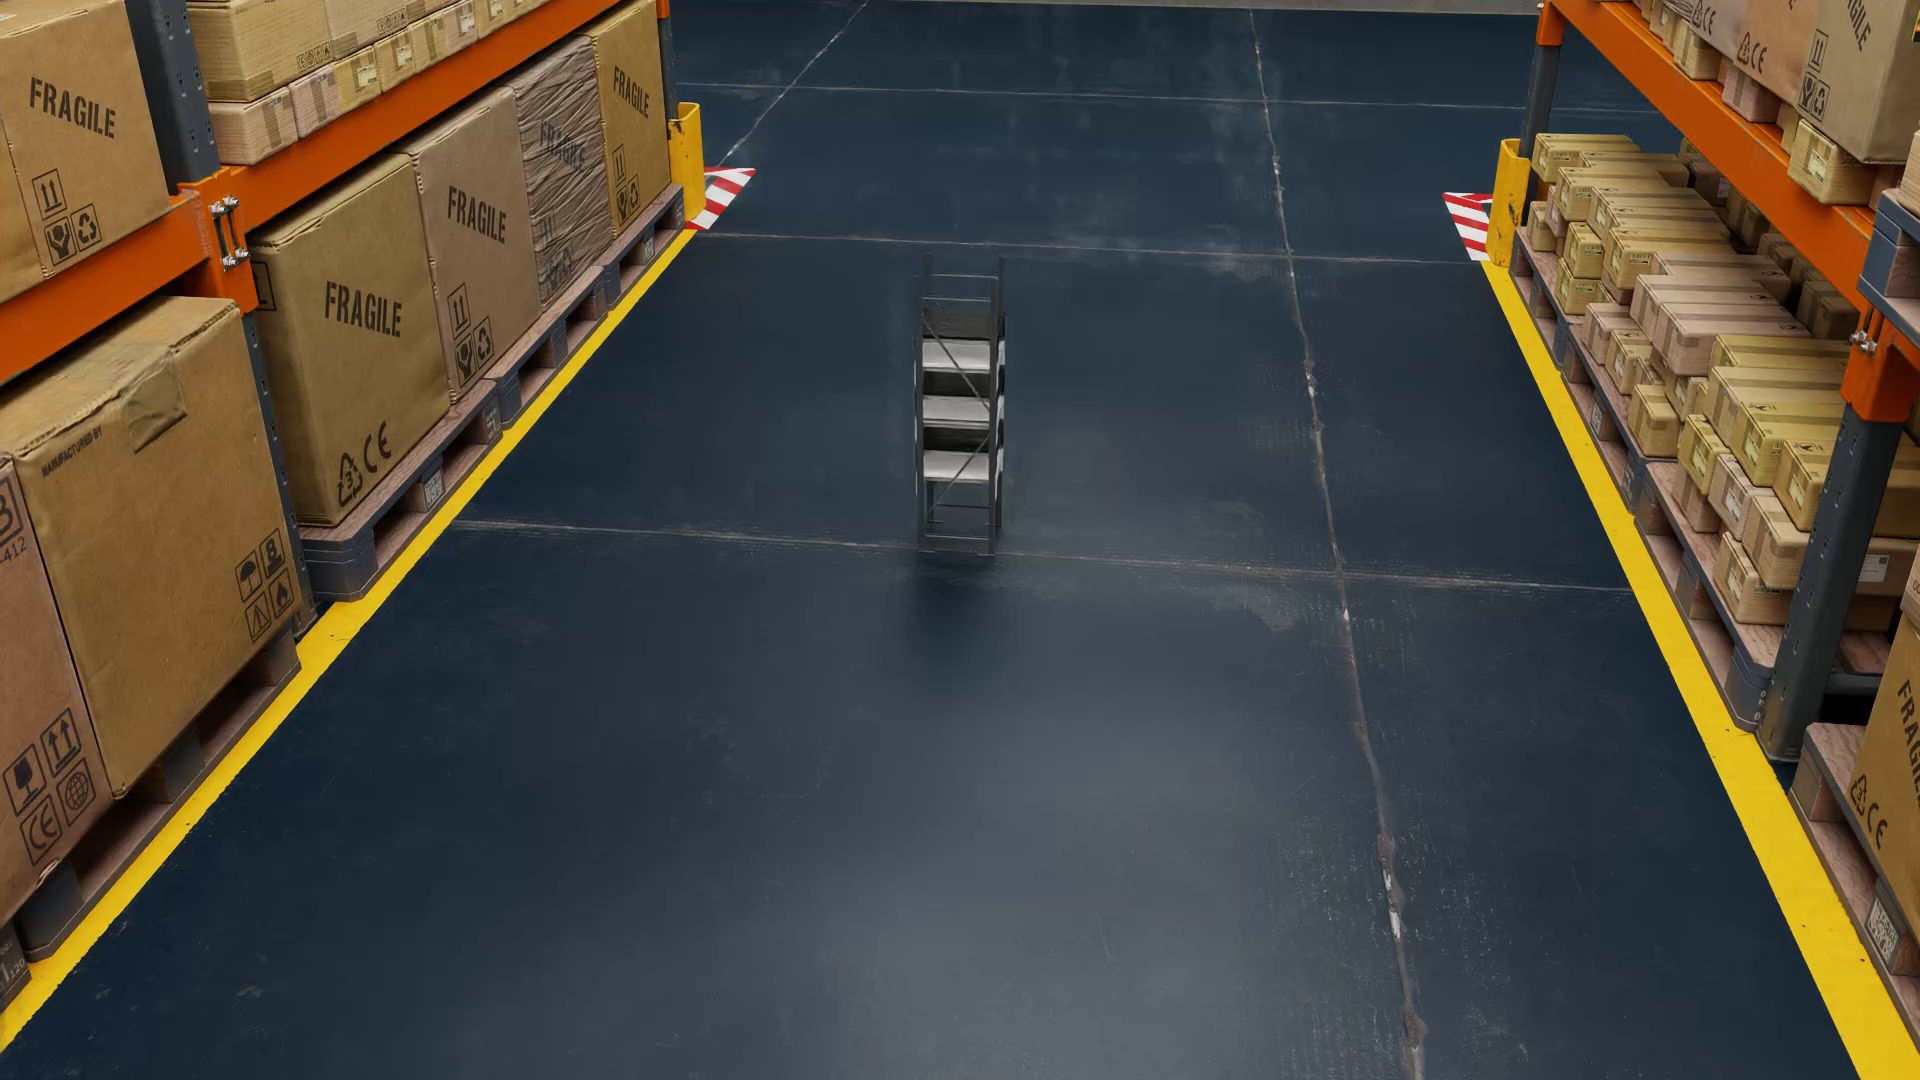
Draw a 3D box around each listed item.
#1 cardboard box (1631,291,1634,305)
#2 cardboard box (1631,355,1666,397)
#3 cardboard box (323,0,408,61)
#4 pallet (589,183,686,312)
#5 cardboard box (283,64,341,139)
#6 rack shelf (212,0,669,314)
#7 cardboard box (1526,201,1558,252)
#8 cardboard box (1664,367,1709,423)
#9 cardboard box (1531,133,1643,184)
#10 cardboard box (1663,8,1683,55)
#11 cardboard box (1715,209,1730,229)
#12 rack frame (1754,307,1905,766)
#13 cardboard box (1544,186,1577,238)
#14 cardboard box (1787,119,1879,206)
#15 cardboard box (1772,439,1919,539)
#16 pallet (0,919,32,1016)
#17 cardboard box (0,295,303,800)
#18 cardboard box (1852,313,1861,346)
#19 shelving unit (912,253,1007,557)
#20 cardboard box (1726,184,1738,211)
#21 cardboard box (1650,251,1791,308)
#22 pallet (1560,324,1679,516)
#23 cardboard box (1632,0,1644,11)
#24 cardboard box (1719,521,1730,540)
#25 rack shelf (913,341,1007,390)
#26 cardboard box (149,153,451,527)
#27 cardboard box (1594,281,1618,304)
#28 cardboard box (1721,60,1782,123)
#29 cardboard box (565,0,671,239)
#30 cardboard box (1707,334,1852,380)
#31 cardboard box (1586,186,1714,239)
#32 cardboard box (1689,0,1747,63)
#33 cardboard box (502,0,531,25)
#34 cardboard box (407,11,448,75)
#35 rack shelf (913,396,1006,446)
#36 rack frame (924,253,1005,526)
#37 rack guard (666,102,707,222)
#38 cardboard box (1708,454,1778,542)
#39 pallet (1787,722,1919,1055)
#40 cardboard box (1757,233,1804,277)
[{"bbox_3d":[2.616,-0.847,5.908,0.380,0.149,0.250,5,29,9],"label":"cardboard box"},{"bbox_3d":[2.481,-0.496,5.571,0.380,0.149,0.250,4,29,7],"label":"cardboard box"},{"bbox_3d":[-1.981,-1.596,4.894,0.500,0.250,0.500,3,28,6],"label":"cardboard box"},{"bbox_3d":[-1.895,-1.366,7.562,1.003,0.211,1.213,3,28,6],"label":"pallet"},{"bbox_3d":[-1.966,-1.224,4.625,0.380,0.149,0.250,2,28,5],"label":"cardboard box"},{"bbox_3d":[-2.119,-1.716,6.031,1.077,0.370,4.000,3,28,6],"label":"rack shelf"},{"bbox_3d":[2.654,-1.340,7.138,0.380,0.149,0.250,4,29,7],"label":"cardboard box"},{"bbox_3d":[2.445,-0.472,5.212,0.380,0.149,0.250,4,29,7],"label":"cardboard box"},{"bbox_3d":[2.635,-1.603,6.999,0.380,0.149,0.250,2,28,4],"label":"cardboard box"},{"bbox_3d":[2.530,-1.657,5.428,0.380,0.149,0.250,4,29,8],"label":"cardboard box"},{"bbox_3d":[3.193,-1.189,6.545,0.380,0.149,0.250,2,28,4],"label":"cardboard box"},{"bbox_3d":[2.546,-0.756,3.490,1.000,3.000,0.127,3,28,6],"label":"rack frame"},{"bbox_3d":[2.627,-1.342,6.827,0.380,0.149,0.250,3,28,6],"label":"cardboard box"},{"bbox_3d":[2.272,-0.921,4.061,0.380,0.149,0.250,3,28,5],"label":"cardboard box"},{"bbox_3d":[2.331,-0.130,4.264,0.380,0.149,0.250,4,29,8],"label":"cardboard box"},{"bbox_3d":[-2.531,1.080,3.023,1.003,0.211,1.213,3,28,6],"label":"pallet"},{"bbox_3d":[-2.423,-0.038,3.956,1.225,0.875,0.875,3,29,6],"label":"cardboard box"},{"bbox_3d":[2.990,-0.585,5.108,0.380,0.149,0.250,4,29,7],"label":"cardboard box"},{"bbox_3d":[0.001,-0.400,5.044,0.258,0.900,0.210,3,28,6],"label":"shelving unit"},{"bbox_3d":[3.229,-1.322,6.477,0.380,0.149,0.250,3,28,5],"label":"cardboard box"},{"bbox_3d":[2.557,-0.859,5.617,0.380,0.149,0.250,3,29,6],"label":"cardboard box"},{"bbox_3d":[2.740,-0.422,5.811,1.003,0.211,1.213,3,28,6],"label":"pallet"},{"bbox_3d":[2.699,-2.019,6.099,0.380,0.149,0.250,5,29,9],"label":"cardboard box"},{"bbox_3d":[2.371,-0.007,4.664,0.380,0.149,0.250,4,29,8],"label":"cardboard box"},{"bbox_3d":[0.001,-0.529,4.974,0.258,0.077,0.200,3,28,6],"label":"rack shelf"},{"bbox_3d":[-2.204,-0.647,5.086,0.875,0.875,0.875,3,28,6],"label":"cardboard box"},{"bbox_3d":[2.603,-0.855,6.238,0.380,0.149,0.250,3,29,6],"label":"cardboard box"},{"bbox_3d":[2.424,-1.292,4.751,0.380,0.149,0.250,2,28,4],"label":"cardboard box"},{"bbox_3d":[-1.873,-1.918,7.445,0.875,0.875,0.875,3,28,6],"label":"cardboard box"},{"bbox_3d":[2.456,-0.488,4.928,0.380,0.149,0.250,4,29,8],"label":"cardboard box"},{"bbox_3d":[2.614,-1.234,6.313,0.380,0.149,0.250,2,28,4],"label":"cardboard box"},{"bbox_3d":[2.452,-1.653,4.737,0.500,0.500,0.500,3,28,6],"label":"cardboard box"},{"bbox_3d":[-1.779,-1.957,5.985,0.380,0.149,0.250,4,29,7],"label":"cardboard box"},{"bbox_3d":[-1.873,-1.593,5.309,0.380,0.149,0.250,3,28,5],"label":"cardboard box"},{"bbox_3d":[0.001,-0.371,5.059,0.258,0.077,0.200,3,28,6],"label":"rack shelf"},{"bbox_3d":[0.013,-0.448,5.133,0.240,0.900,0.006,3,28,6],"label":"rack frame"},{"bbox_3d":[-1.871,-1.885,8.222,1.175,0.500,0.348,3,28,6],"label":"rack guard"},{"bbox_3d":[2.290,-0.111,4.543,0.380,0.149,0.250,2,28,4],"label":"cardboard box"},{"bbox_3d":[2.452,0.839,3.471,1.003,0.211,1.213,3,28,6],"label":"pallet"},{"bbox_3d":[3.014,-0.956,5.799,0.380,0.149,0.250,2,28,4],"label":"cardboard box"}]
